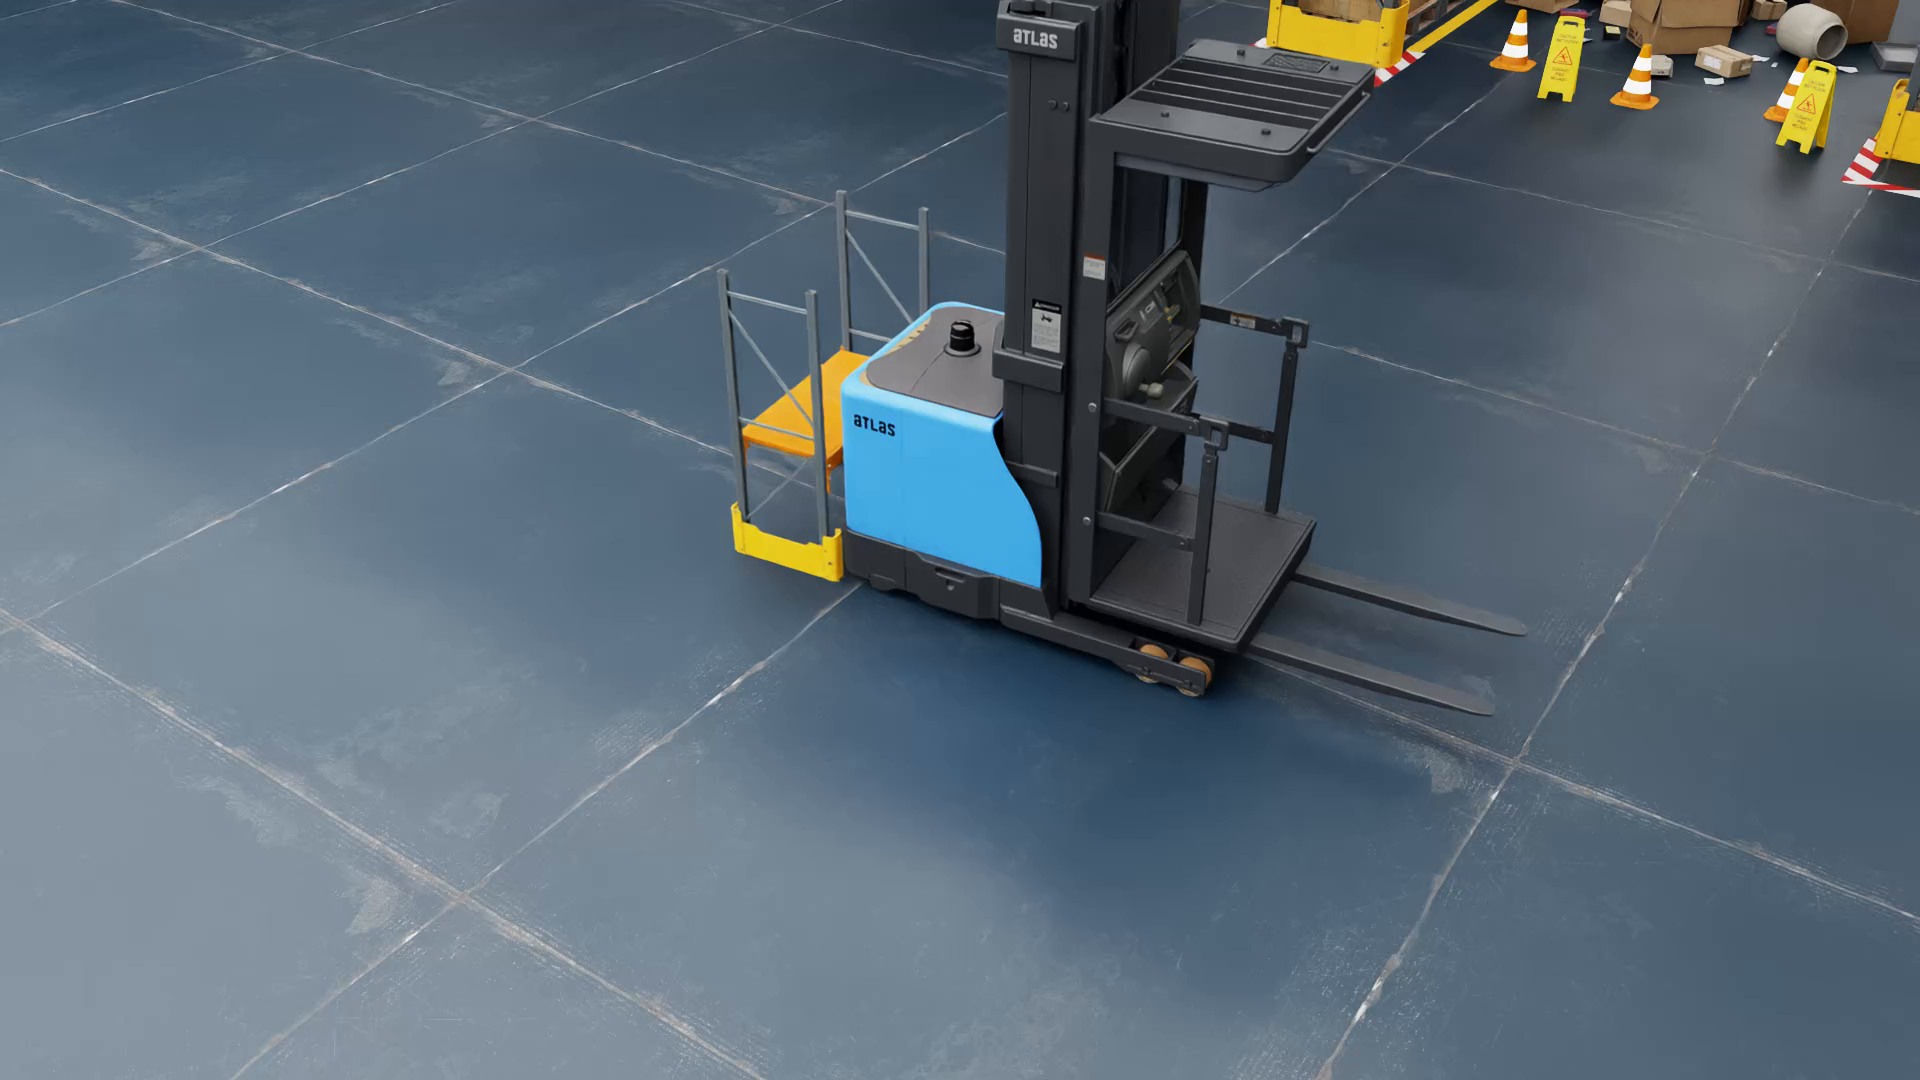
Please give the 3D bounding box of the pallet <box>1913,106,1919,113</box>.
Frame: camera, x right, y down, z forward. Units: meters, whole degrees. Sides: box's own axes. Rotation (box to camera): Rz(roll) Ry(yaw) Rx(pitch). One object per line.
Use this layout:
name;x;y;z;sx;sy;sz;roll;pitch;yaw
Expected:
pallet;7.942;-3.243;12.857;1.003;0.211;1.213;21;39;28

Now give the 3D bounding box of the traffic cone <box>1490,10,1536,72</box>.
traffic cone;4.751;-4.275;14.159;0.336;0.463;0.334;21;39;28

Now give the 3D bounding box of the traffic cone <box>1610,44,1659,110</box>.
traffic cone;5.486;-3.758;13.394;0.336;0.463;0.334;21;39;28

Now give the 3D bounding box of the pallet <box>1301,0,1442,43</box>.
pallet;3.674;-4.773;15.120;1.003;0.211;1.213;21;39;28

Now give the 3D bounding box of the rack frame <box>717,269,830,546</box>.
rack frame;-0.842;-0.505;7.658;0.500;1.500;0.032;16;37;22

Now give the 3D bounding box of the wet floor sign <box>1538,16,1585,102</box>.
wet floor sign;4.892;-3.914;13.462;0.267;0.644;0.232;14;37;20

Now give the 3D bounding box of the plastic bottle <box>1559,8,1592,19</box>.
plastic bottle;5.705;-4.876;15.405;0.283;0.061;0.133;8;35;12

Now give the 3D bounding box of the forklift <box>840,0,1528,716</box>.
forklift;0.996;-0.876;6.928;3.031;2.935;1.130;17;37;23

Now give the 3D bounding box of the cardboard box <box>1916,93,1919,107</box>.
cardboard box;7.660;-3.505;12.834;0.500;0.250;0.500;21;39;28

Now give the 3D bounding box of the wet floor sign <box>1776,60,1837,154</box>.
wet floor sign;6.419;-3.280;12.524;0.232;0.644;0.267;-22;40;-29

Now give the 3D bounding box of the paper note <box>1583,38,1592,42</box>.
paper note;5.547;-4.465;14.827;0.142;0.017;0.144;-22;40;-29

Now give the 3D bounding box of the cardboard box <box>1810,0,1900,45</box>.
cardboard box;7.958;-4.749;14.823;0.500;0.500;0.500;-9;35;-13

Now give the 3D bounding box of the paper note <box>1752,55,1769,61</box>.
paper note;6.918;-4.180;14.414;0.142;0.019;0.148;-22;40;-29

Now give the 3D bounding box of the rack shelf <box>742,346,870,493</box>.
rack shelf;-0.608;-0.609;8.133;0.538;0.185;1.000;16;37;22

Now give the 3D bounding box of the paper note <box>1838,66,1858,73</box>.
paper note;7.563;-4.013;14.156;0.142;0.019;0.148;8;35;12

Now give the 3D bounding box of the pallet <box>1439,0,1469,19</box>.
pallet;4.370;-5.332;15.947;1.003;0.211;1.213;21;39;28

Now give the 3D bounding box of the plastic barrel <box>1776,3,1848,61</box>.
plastic barrel;7.340;-4.368;14.331;0.421;0.421;0.512;-9;35;-13

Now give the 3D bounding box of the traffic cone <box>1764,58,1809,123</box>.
traffic cone;6.592;-3.560;13.101;0.336;0.463;0.334;21;39;28

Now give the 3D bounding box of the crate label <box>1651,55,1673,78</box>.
crate label;5.883;-4.005;14.049;0.250;0.136;0.298;3;34;4

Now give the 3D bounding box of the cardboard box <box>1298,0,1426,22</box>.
cardboard box;3.614;-5.162;14.728;0.875;0.875;0.875;21;40;28

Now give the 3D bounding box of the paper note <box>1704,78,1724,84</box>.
paper note;6.310;-3.842;13.904;0.148;0.019;0.142;8;35;12

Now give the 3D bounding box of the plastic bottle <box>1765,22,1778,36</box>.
plastic bottle;7.410;-4.629;15.041;0.133;0.061;0.283;29;44;36

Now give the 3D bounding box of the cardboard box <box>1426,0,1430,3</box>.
cardboard box;4.114;-5.568;15.328;0.875;0.875;0.875;21;39;27

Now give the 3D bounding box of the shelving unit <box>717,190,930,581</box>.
shelving unit;-0.604;-0.763;8.039;0.587;1.500;1.083;16;37;22

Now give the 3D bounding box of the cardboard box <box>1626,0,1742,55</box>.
cardboard box;6.328;-4.584;14.579;0.797;0.503;0.637;-3;34;-4

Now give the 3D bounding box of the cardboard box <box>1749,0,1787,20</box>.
cardboard box;7.459;-5.020;15.436;0.258;0.266;0.396;-3;34;-4

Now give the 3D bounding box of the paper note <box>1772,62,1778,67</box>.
paper note;6.995;-4.081;14.276;0.032;0.001;0.123;21;39;28

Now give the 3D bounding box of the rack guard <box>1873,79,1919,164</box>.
rack guard;7.450;-3.000;12.240;1.175;0.500;0.348;21;39;28

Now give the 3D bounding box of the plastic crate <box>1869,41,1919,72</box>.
plastic crate;8.118;-4.172;14.347;0.402;0.080;0.583;8;35;12

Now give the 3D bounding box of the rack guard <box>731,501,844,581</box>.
rack guard;-0.833;0.003;8.023;0.587;0.250;0.087;16;37;22

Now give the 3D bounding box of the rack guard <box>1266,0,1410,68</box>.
rack guard;3.268;-4.489;14.441;1.175;0.500;0.348;21;39;28

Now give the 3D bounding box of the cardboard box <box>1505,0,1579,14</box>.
cardboard box;5.521;-5.300;15.638;0.500;0.500;0.500;29;44;36

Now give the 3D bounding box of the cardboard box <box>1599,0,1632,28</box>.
cardboard box;6.096;-4.864;15.206;0.396;0.266;0.258;29;44;36

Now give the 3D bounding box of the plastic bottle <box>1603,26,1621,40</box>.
plastic bottle;5.857;-4.568;14.950;0.133;0.061;0.283;8;35;12

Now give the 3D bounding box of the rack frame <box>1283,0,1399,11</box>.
rack frame;3.282;-5.535;13.758;1.000;3.000;0.127;21;39;28

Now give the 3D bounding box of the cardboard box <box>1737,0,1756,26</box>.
cardboard box;6.854;-5.073;15.181;0.797;0.637;0.503;21;39;28

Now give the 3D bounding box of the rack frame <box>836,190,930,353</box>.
rack frame;-0.374;-1.011;8.406;0.500;1.500;0.032;16;37;22

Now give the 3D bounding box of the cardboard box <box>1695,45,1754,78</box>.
cardboard box;6.494;-4.068;14.133;0.250;0.149;0.380;-15;37;-21

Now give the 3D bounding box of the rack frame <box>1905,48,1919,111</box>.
rack frame;7.406;-4.001;11.488;1.000;3.000;0.127;21;39;28

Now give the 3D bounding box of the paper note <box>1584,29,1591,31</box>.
paper note;5.663;-4.627;15.083;0.123;0.001;0.032;-15;37;-21
